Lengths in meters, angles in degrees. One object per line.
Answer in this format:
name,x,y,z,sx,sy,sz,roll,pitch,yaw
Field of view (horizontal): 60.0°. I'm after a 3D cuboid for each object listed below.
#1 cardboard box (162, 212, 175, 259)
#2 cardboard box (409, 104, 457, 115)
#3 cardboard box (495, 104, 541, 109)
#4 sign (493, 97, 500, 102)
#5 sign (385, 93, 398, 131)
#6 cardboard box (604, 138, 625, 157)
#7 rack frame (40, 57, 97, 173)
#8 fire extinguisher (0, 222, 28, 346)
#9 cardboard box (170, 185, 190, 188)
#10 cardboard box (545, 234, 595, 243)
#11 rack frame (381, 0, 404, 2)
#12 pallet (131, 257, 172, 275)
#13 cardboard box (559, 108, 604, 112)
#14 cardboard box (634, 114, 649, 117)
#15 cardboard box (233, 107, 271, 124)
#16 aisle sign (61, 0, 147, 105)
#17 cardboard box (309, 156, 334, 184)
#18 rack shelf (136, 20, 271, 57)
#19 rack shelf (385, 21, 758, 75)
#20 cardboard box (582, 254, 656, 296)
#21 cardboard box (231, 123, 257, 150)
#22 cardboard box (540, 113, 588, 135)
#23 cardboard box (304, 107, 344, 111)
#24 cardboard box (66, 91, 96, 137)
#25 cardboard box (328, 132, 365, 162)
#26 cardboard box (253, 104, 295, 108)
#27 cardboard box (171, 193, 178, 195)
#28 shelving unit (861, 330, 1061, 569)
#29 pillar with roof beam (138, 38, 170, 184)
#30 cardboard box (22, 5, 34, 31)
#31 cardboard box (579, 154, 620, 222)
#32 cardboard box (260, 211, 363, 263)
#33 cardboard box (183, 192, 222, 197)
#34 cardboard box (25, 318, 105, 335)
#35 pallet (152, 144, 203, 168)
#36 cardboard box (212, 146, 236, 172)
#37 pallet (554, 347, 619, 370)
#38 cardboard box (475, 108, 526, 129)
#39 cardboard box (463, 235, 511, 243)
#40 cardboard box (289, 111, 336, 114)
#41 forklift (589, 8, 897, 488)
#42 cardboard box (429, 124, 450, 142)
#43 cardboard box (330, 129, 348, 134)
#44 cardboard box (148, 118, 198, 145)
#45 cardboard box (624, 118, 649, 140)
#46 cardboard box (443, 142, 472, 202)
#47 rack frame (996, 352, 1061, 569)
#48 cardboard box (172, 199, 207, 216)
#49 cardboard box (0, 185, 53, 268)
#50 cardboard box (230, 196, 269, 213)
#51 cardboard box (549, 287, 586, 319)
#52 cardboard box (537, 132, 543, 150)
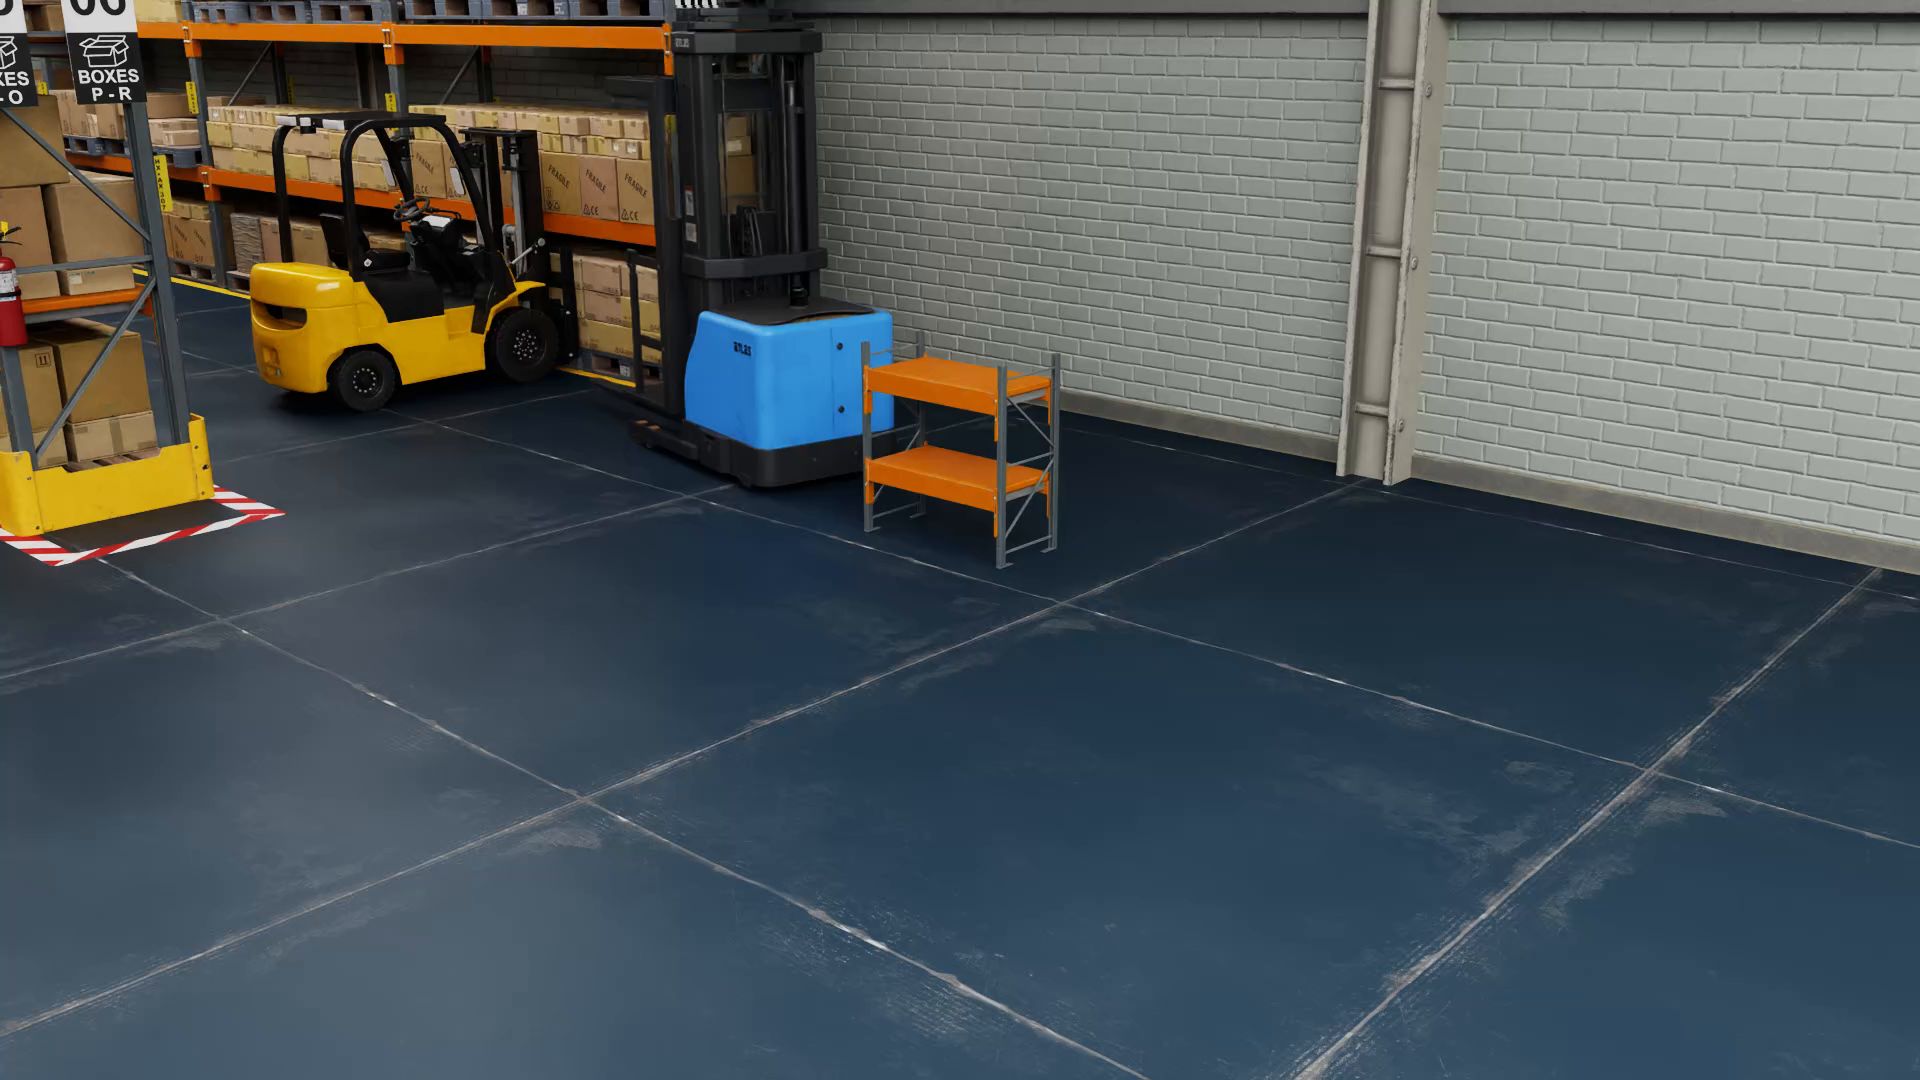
cardboard box,-9.042,-3.574,19.353,0.500,0.500,0.500,16,24,42
cardboard box,-4.789,-3.886,15.169,0.250,0.149,0.380,16,23,40
cardboard box,-4.025,-3.912,15.249,0.250,0.149,0.380,15,23,39
sign,-4.464,-4.095,15.994,0.005,0.325,0.100,15,23,39
sign,-5.184,-3.908,15.184,0.005,0.325,0.100,15,23,39
cardboard box,-2.649,-3.189,13.464,0.250,0.149,0.380,16,23,40
rack frame,-10.814,-5.125,20.801,0.127,3.000,1.000,15,23,39
fire extinguisher,-5.351,-1.428,9.279,0.183,0.674,0.296,15,23,39
cardboard box,-9.751,-4.290,20.537,0.250,0.149,0.380,14,22,37
cardboard box,-3.576,-2.627,15.128,0.500,0.250,0.500,15,23,40
rack frame,-4.831,-6.378,14.833,0.127,3.000,1.000,15,23,39
pallet,-9.264,-3.396,19.964,1.213,0.211,1.003,15,23,39
cardboard box,-3.286,-3.699,14.580,0.250,0.149,0.380,16,24,41
cardboard box,-2.504,-3.493,13.930,0.250,0.149,0.380,15,23,40
cardboard box,-7.370,-4.449,17.434,0.250,0.149,0.380,16,24,41
aisle sign,-4.879,-2.889,9.457,0.004,0.787,0.394,15,23,39
cardboard box,-6.112,-3.695,16.545,0.500,0.250,0.500,15,23,40
rack shelf,-9.319,-5.810,19.191,4.000,0.370,1.077,15,23,39
rack shelf,-3.335,-4.204,14.130,4.000,0.370,1.077,15,23,39
cardboard box,-2.776,-2.205,13.798,0.500,0.250,0.500,16,23,40
cardboard box,-7.279,-4.243,17.445,0.500,0.250,0.500,16,24,41
cardboard box,-3.268,-3.472,13.864,0.250,0.149,0.380,16,23,40
cardboard box,-6.648,-4.462,17.476,0.250,0.149,0.380,15,23,39
cardboard box,-10.214,-5.121,19.930,0.500,0.500,0.700,15,23,40
cardboard box,-5.757,-3.828,16.136,0.500,0.250,0.500,14,23,38
cardboard box,-7.445,-4.659,18.096,0.250,0.149,0.380,16,24,41
cardboard box,-9.483,-4.015,19.670,0.250,0.149,0.380,15,23,39
shelving unit,-0.005,-0.538,9.446,1.048,1.125,0.538,15,23,39
pillar with roof beam,-13.594,-7.354,17.908,0.400,9.000,9.100,15,23,39
cardboard box,-5.419,-3.074,9.796,0.250,0.149,0.380,14,22,38
cardboard box,-2.763,-2.909,13.653,0.500,0.500,0.500,16,24,41
cardboard box,-6.871,-3.132,17.754,0.625,0.625,0.875,16,24,41
cardboard box,-9.009,-4.062,19.819,0.250,0.149,0.380,15,23,40
cardboard box,-5.963,-1.172,10.957,0.500,0.500,0.500,14,22,37
pallet,-8.376,-4.351,18.679,1.003,0.211,1.213,15,23,39
cardboard box,-7.653,-4.106,17.838,0.500,0.250,0.500,15,23,39
pallet,-3.347,-1.776,14.857,1.213,0.211,1.003,15,23,39
cardboard box,-4.001,-3.684,14.532,0.250,0.149,0.380,15,23,38
cardboard box,-4.302,-2.612,15.081,0.500,0.250,0.500,15,23,39
cardboard box,-6.549,-4.261,16.841,0.250,0.149,0.380,15,23,39
forklift,-1.689,-2.109,11.412,1.130,2.935,3.031,-12,21,-34
cardboard box,-4.572,-3.700,15.075,0.250,0.149,0.380,16,23,41
cardboard box,-5.872,-4.025,16.099,0.250,0.149,0.380,14,22,38
cardboard box,-8.827,-4.589,18.667,0.500,0.250,0.500,14,22,37
cardboard box,-2.452,-3.281,13.261,0.250,0.149,0.380,15,23,39
cardboard box,-4.272,-3.317,14.940,0.500,0.500,0.500,16,23,40
rack frame,0.375,-0.435,9.124,0.032,1.125,0.500,15,23,39
cardboard box,-8.753,-3.792,18.968,0.250,0.149,0.380,14,22,37
cardboard box,-5.720,-1.828,9.755,0.500,0.500,0.500,15,23,38
cardboard box,-8.187,-3.874,19.226,0.250,0.149,0.380,16,24,41
cardboard box,-3.179,-2.072,14.208,0.500,0.250,0.500,14,23,38
cardboard box,-3.387,-3.401,14.132,0.250,0.149,0.380,15,23,39
